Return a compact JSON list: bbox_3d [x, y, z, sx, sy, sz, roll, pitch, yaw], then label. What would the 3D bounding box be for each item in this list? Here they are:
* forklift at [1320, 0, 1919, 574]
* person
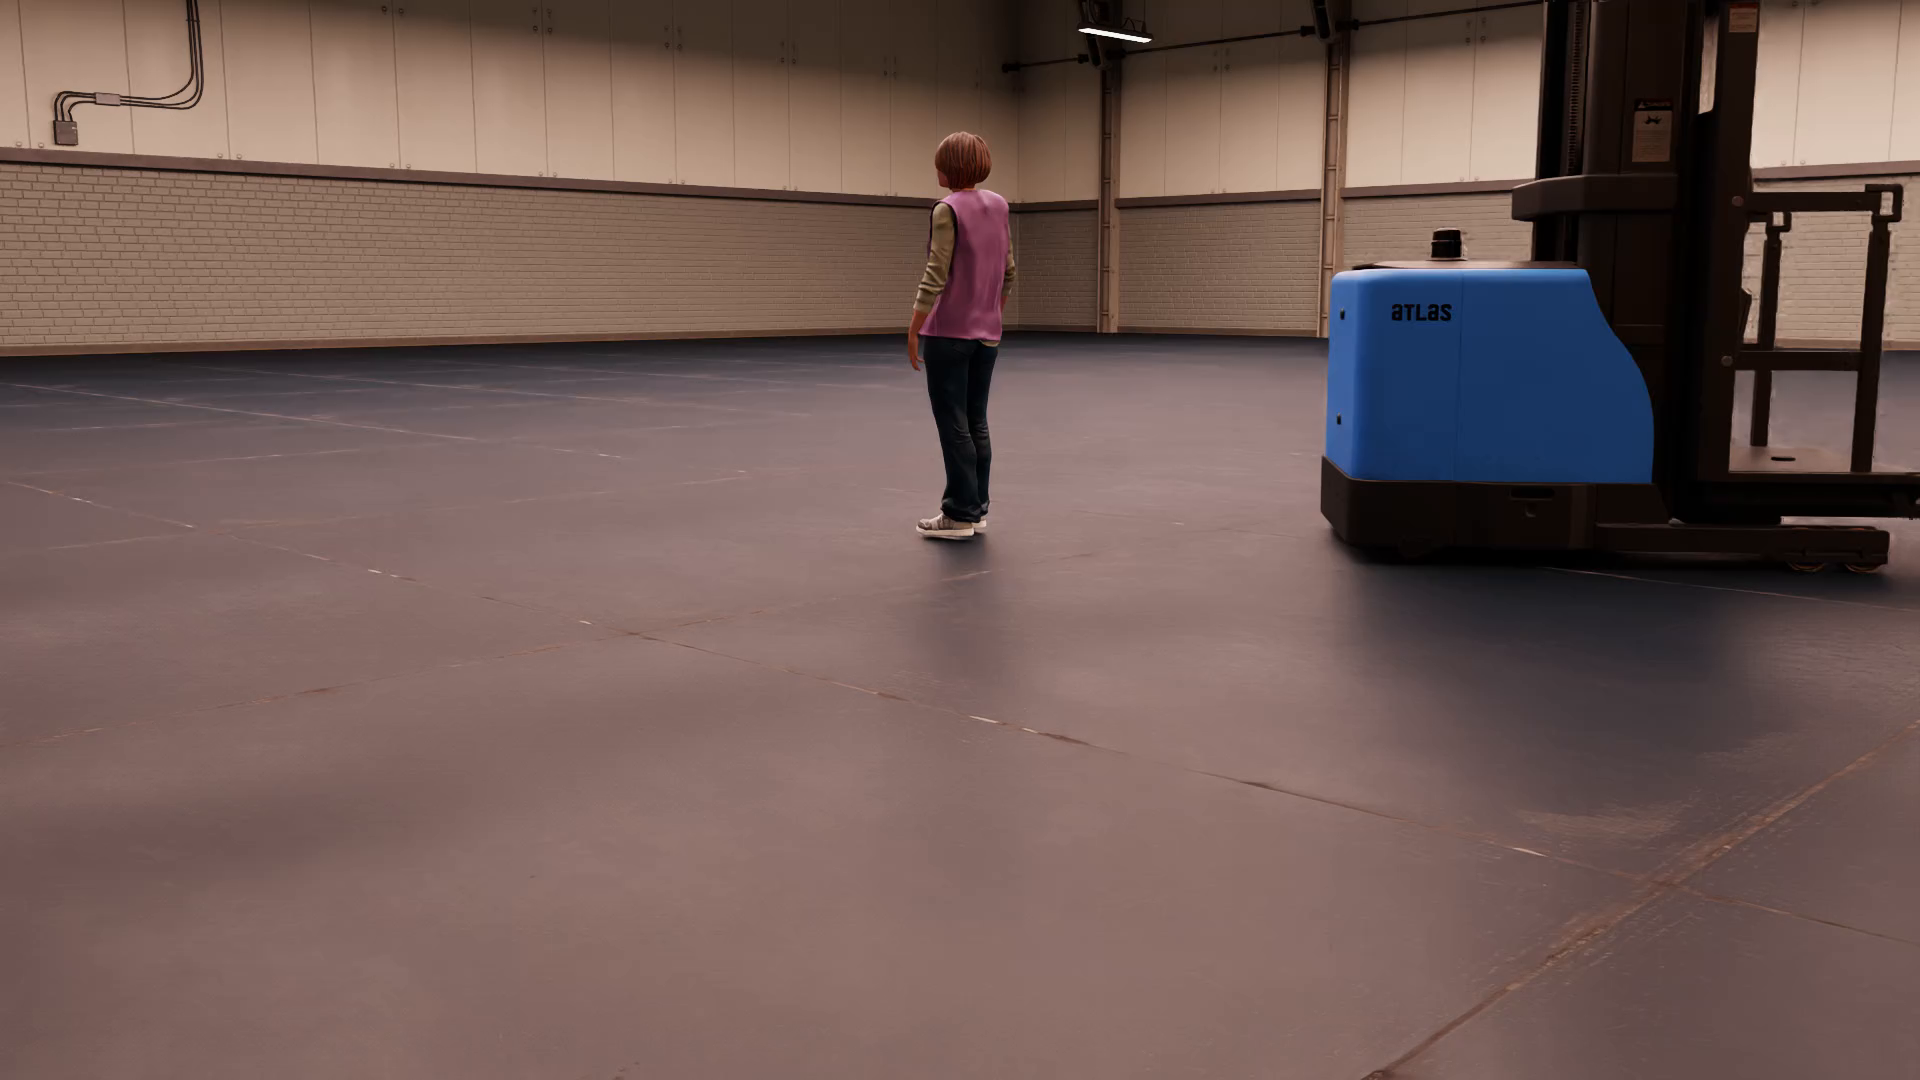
[{"bbox_3d":[2.987,-1.412,6.254,3.031,2.935,1.130,1,9,6],"label":"forklift"},{"bbox_3d":[-0.043,-0.806,6.658,0.475,1.596,0.520,8,12,43],"label":"person"}]
